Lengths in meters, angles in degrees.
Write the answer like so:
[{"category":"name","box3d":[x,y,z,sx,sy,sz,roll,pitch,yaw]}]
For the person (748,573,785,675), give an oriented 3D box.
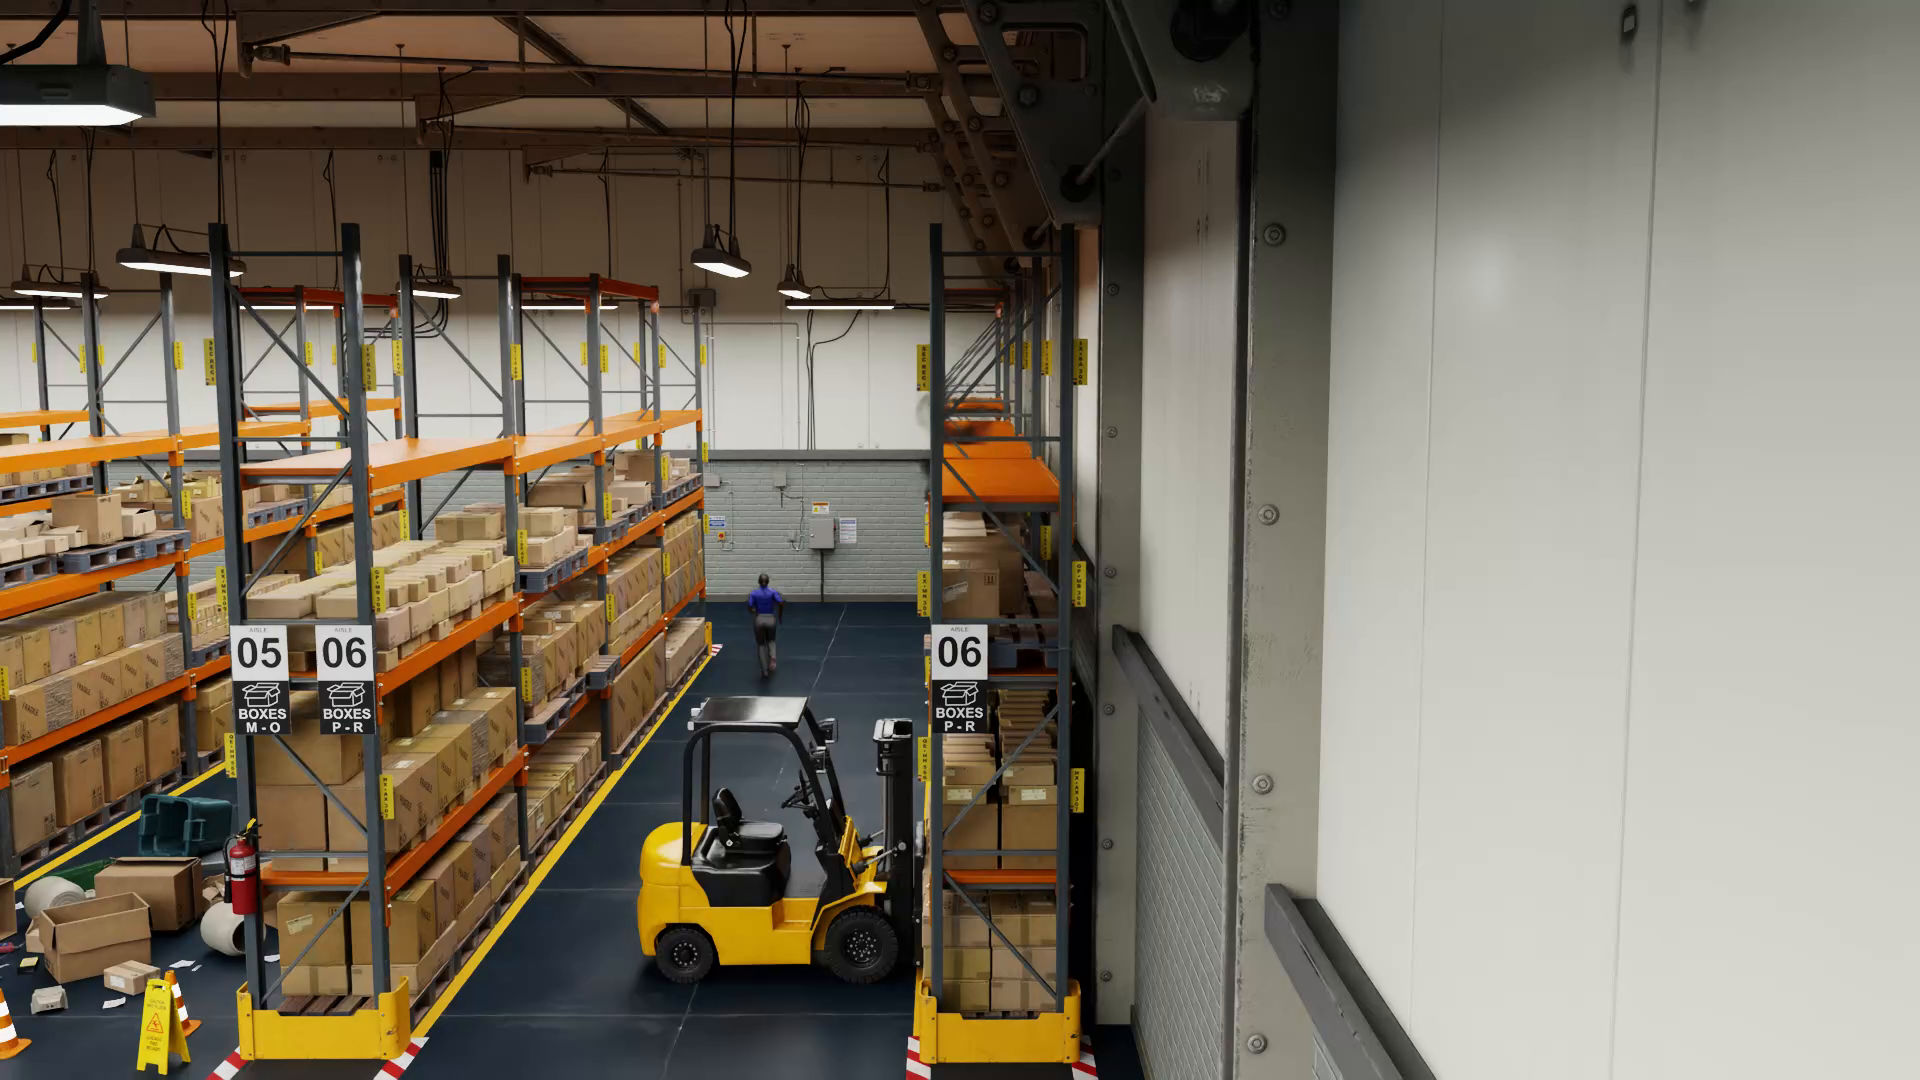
[{"category":"person","box3d":[-3.062,1.310,26.191,0.561,1.618,0.562,-1,7,-11]}]
